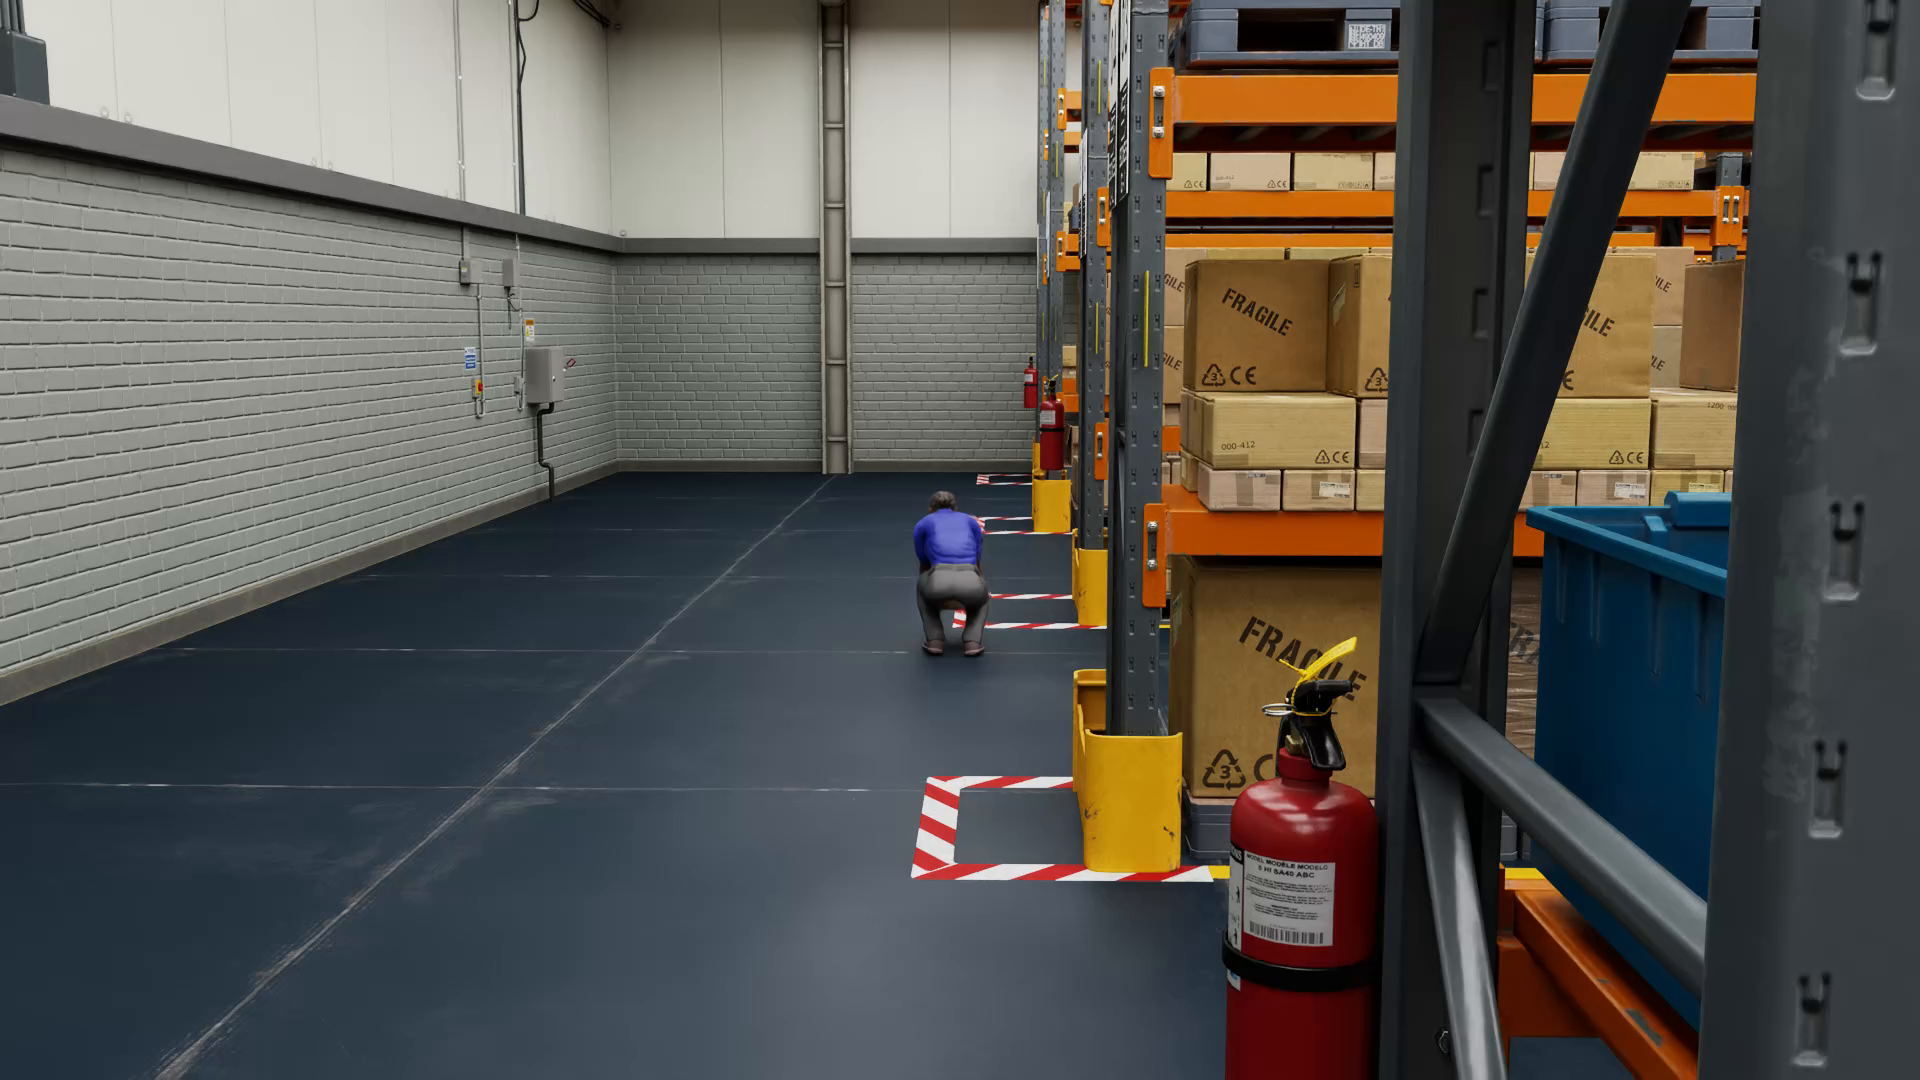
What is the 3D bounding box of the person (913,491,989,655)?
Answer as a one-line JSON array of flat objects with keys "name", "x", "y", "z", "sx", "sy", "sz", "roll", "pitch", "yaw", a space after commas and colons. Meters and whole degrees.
[{"name": "person", "x": -0.053, "y": 0.198, "z": 10.092, "sx": 0.465, "sy": 0.951, "sz": 0.833, "roll": 0, "pitch": 7, "yaw": 0}]
